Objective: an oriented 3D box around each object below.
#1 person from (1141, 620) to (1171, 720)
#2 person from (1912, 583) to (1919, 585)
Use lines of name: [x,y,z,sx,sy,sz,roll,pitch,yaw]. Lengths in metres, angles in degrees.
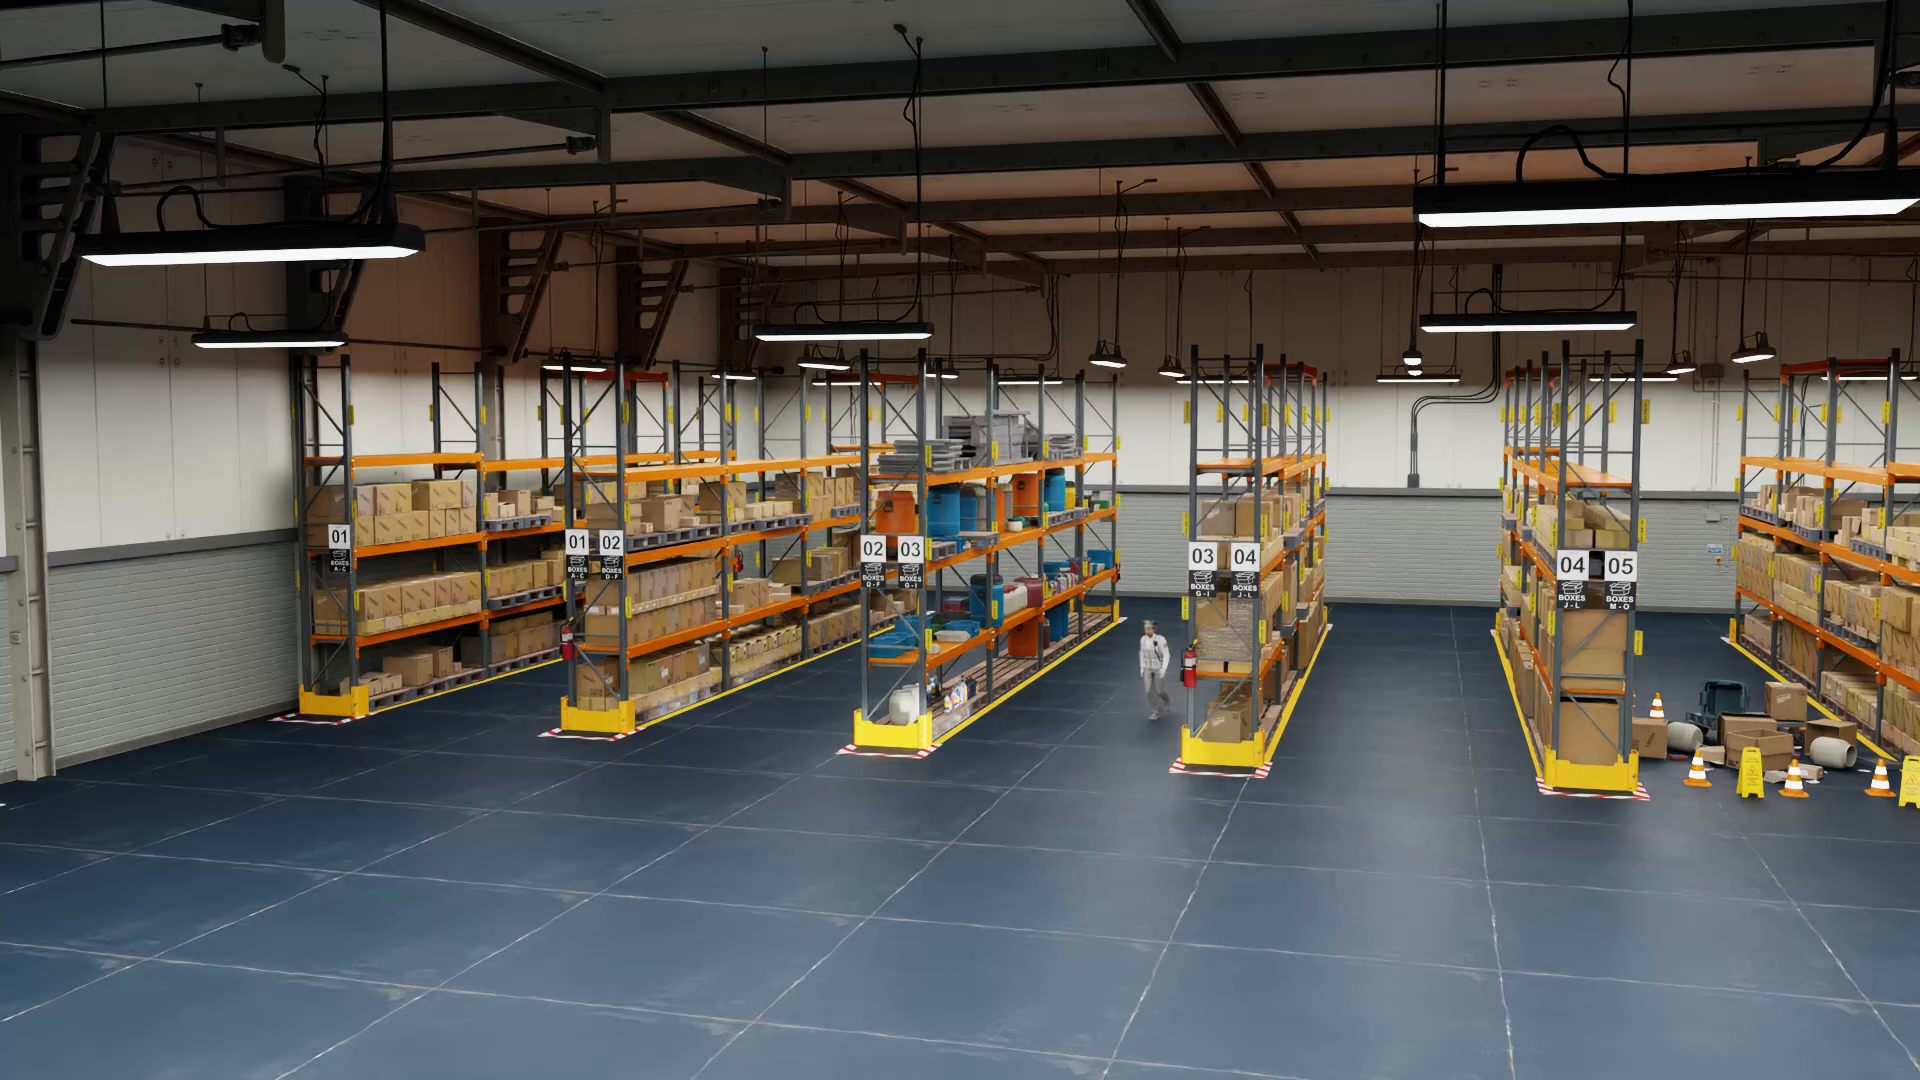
person: [3.233,2.116,27.533,0.522,1.634,0.588,3,5,31]
person: [18.517,1.688,32.284,0.602,1.791,0.467,-1,4,-13]
